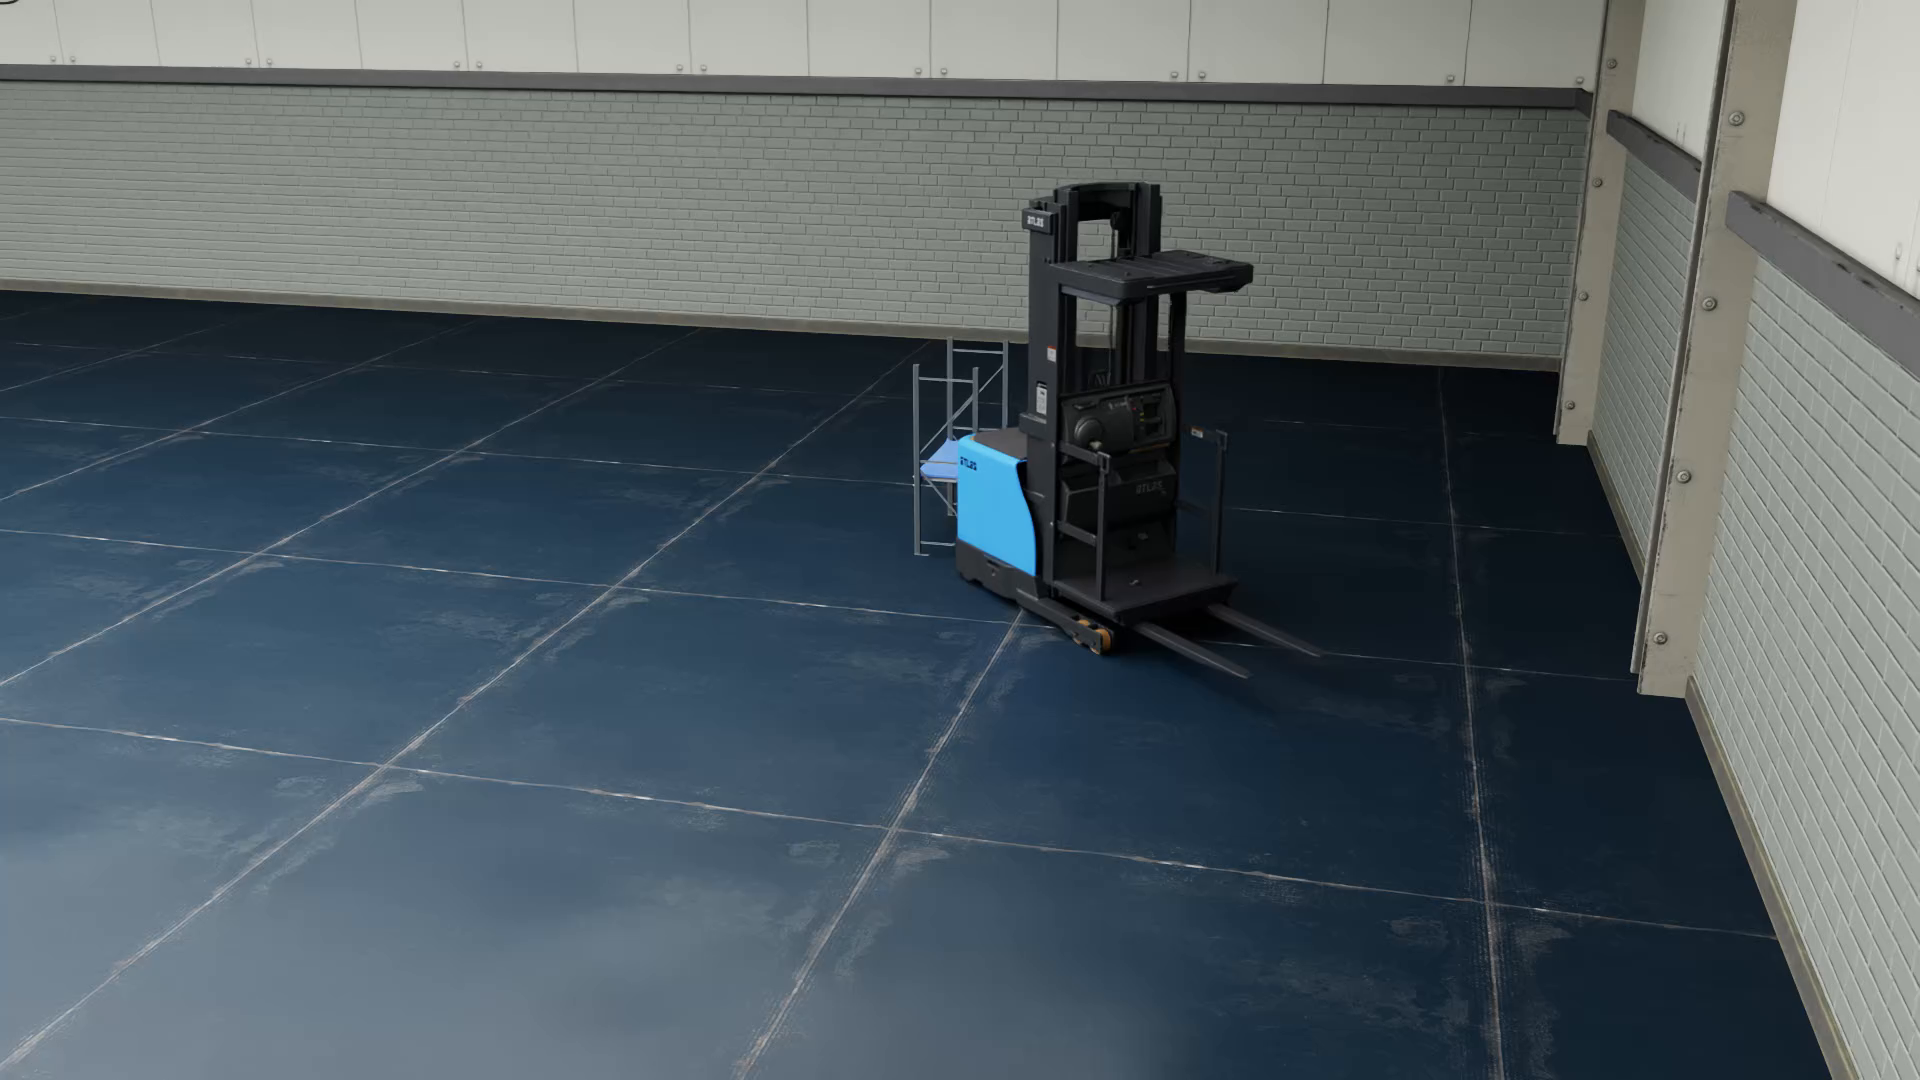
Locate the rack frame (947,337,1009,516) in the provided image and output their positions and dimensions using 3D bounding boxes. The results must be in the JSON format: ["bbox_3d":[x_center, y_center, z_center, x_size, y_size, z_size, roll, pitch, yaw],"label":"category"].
[{"bbox_3d":[0.145,-0.896,13.490,0.500,1.500,0.032,5,19,13],"label":"rack frame"}]

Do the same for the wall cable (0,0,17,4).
[{"bbox_3d":[-13.445,-9.391,21.498,2.305,6.003,0.169,5,19,13],"label":"wall cable"}]

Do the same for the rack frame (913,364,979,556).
[{"bbox_3d":[-0.103,-0.577,12.557,0.500,1.500,0.032,5,19,13],"label":"rack frame"}]

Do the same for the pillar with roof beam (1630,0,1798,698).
[{"bbox_3d":[0.256,-3.689,10.066,9.100,9.000,0.400,5,19,13],"label":"pillar with roof beam"}]

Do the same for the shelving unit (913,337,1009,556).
[{"bbox_3d":[0.021,-0.736,13.023,0.538,1.500,1.048,5,19,13],"label":"shelving unit"}]

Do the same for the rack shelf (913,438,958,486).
[{"bbox_3d":[0.021,-0.566,13.082,0.538,0.185,1.000,5,19,13],"label":"rack shelf"}]

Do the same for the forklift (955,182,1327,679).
[{"bbox_3d":[1.190,-0.809,11.022,1.130,2.935,3.031,-12,22,-31],"label":"forklift"}]

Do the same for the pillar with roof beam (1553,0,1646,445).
[{"bbox_3d":[1.722,-5.570,15.572,9.100,9.000,0.400,5,19,13],"label":"pillar with roof beam"}]
